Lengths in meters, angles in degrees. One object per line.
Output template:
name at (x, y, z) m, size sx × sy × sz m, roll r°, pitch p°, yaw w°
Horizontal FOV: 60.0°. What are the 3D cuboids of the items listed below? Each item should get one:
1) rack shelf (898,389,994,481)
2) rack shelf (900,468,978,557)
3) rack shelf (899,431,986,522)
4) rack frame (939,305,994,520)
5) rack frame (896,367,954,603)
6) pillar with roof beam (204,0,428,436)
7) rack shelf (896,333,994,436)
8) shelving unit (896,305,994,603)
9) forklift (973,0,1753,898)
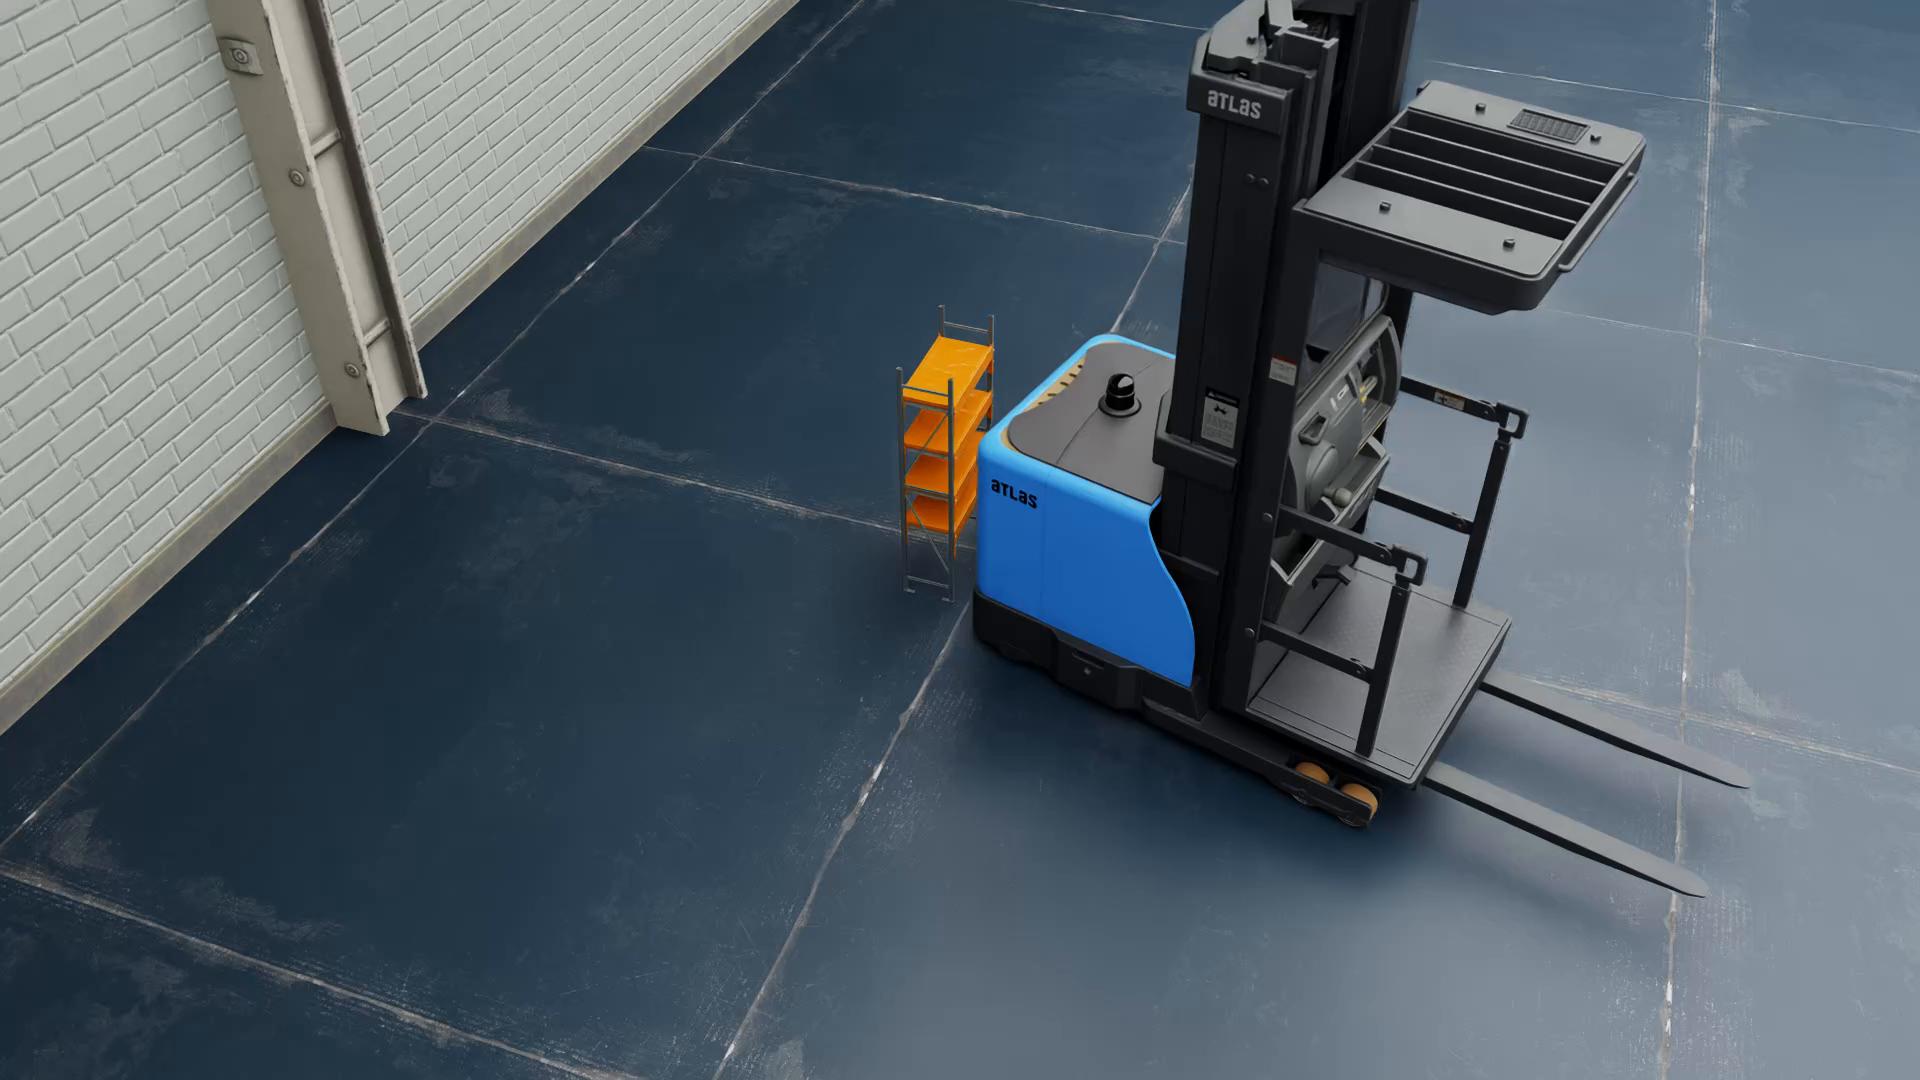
rack shelf at (-0.057, -0.474, 7.094) m, size 0.258 × 0.148 × 0.480 m, roll 13°, pitch 42°, yaw 15°
rack shelf at (-0.057, -0.153, 7.368) m, size 0.258 × 0.148 × 0.480 m, roll 13°, pitch 42°, yaw 15°
rack shelf at (-0.057, -0.304, 7.239) m, size 0.258 × 0.148 × 0.480 m, roll 13°, pitch 42°, yaw 15°
rack frame at (0.027, -0.504, 7.370) m, size 0.240 × 1.200 × 0.015 m, roll 13°, pitch 42°, yaw 15°
rack frame at (-0.140, -0.207, 7.021) m, size 0.240 × 1.200 × 0.015 m, roll 13°, pitch 42°, yaw 15°
pillar with roof beam at (1.088, -3.141, 4.452) m, size 9.100 × 9.000 × 0.400 m, roll 13°, pitch 42°, yaw 15°
rack shelf at (-0.057, -0.654, 6.941) m, size 0.258 × 0.148 × 0.480 m, roll 13°, pitch 42°, yaw 15°
shelving unit at (-0.057, -0.355, 7.196) m, size 0.258 × 1.200 × 0.503 m, roll 13°, pitch 42°, yaw 15°
forklift at (1.564, -0.408, 5.924) m, size 3.031 × 2.935 × 1.130 m, roll 24°, pitch 46°, yaw 25°
